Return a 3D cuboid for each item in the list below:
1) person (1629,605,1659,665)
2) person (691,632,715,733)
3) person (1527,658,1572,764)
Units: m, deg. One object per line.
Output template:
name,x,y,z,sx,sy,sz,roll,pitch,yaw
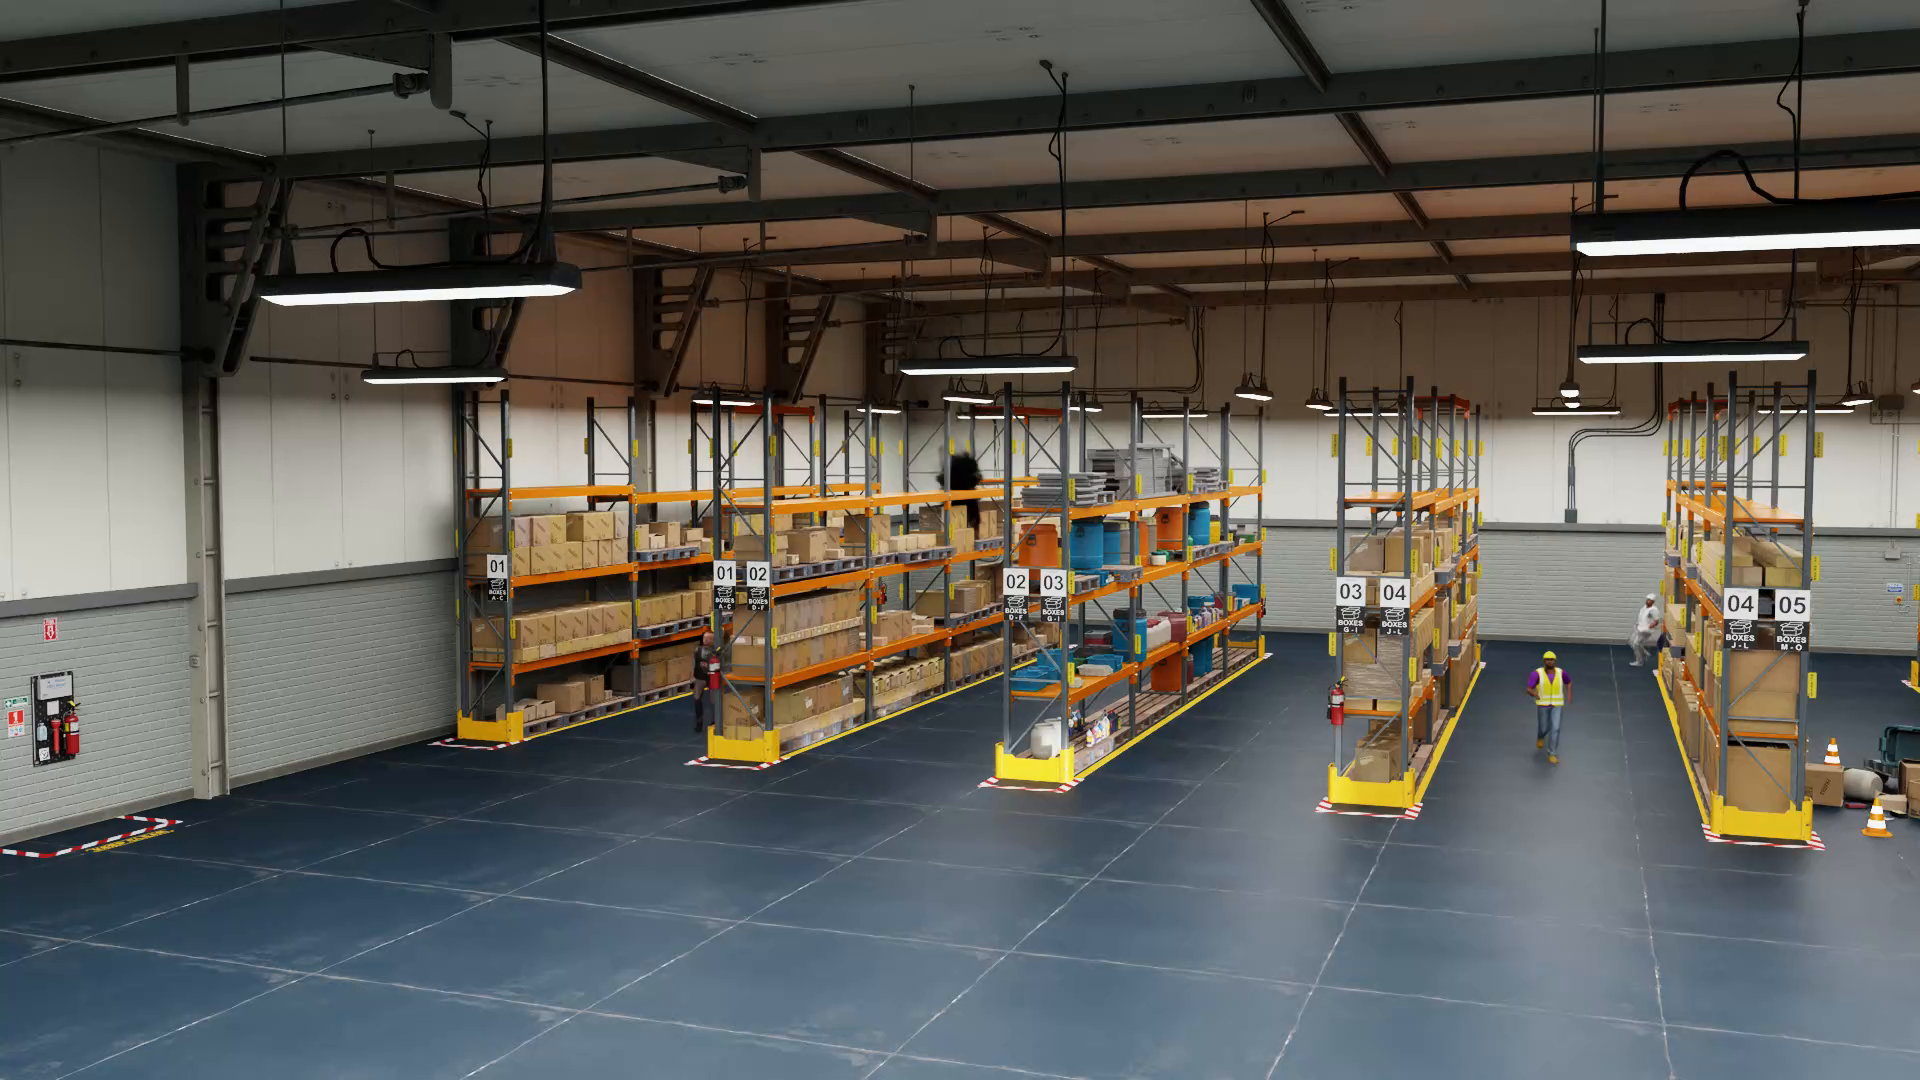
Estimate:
person,15.595,2.166,37.968,0.521,1.393,0.633,0,3,6
person,-4.492,2.523,29.495,0.624,1.780,0.752,0,3,8
person,9.477,2.679,26.709,0.713,1.700,0.966,1,3,12
